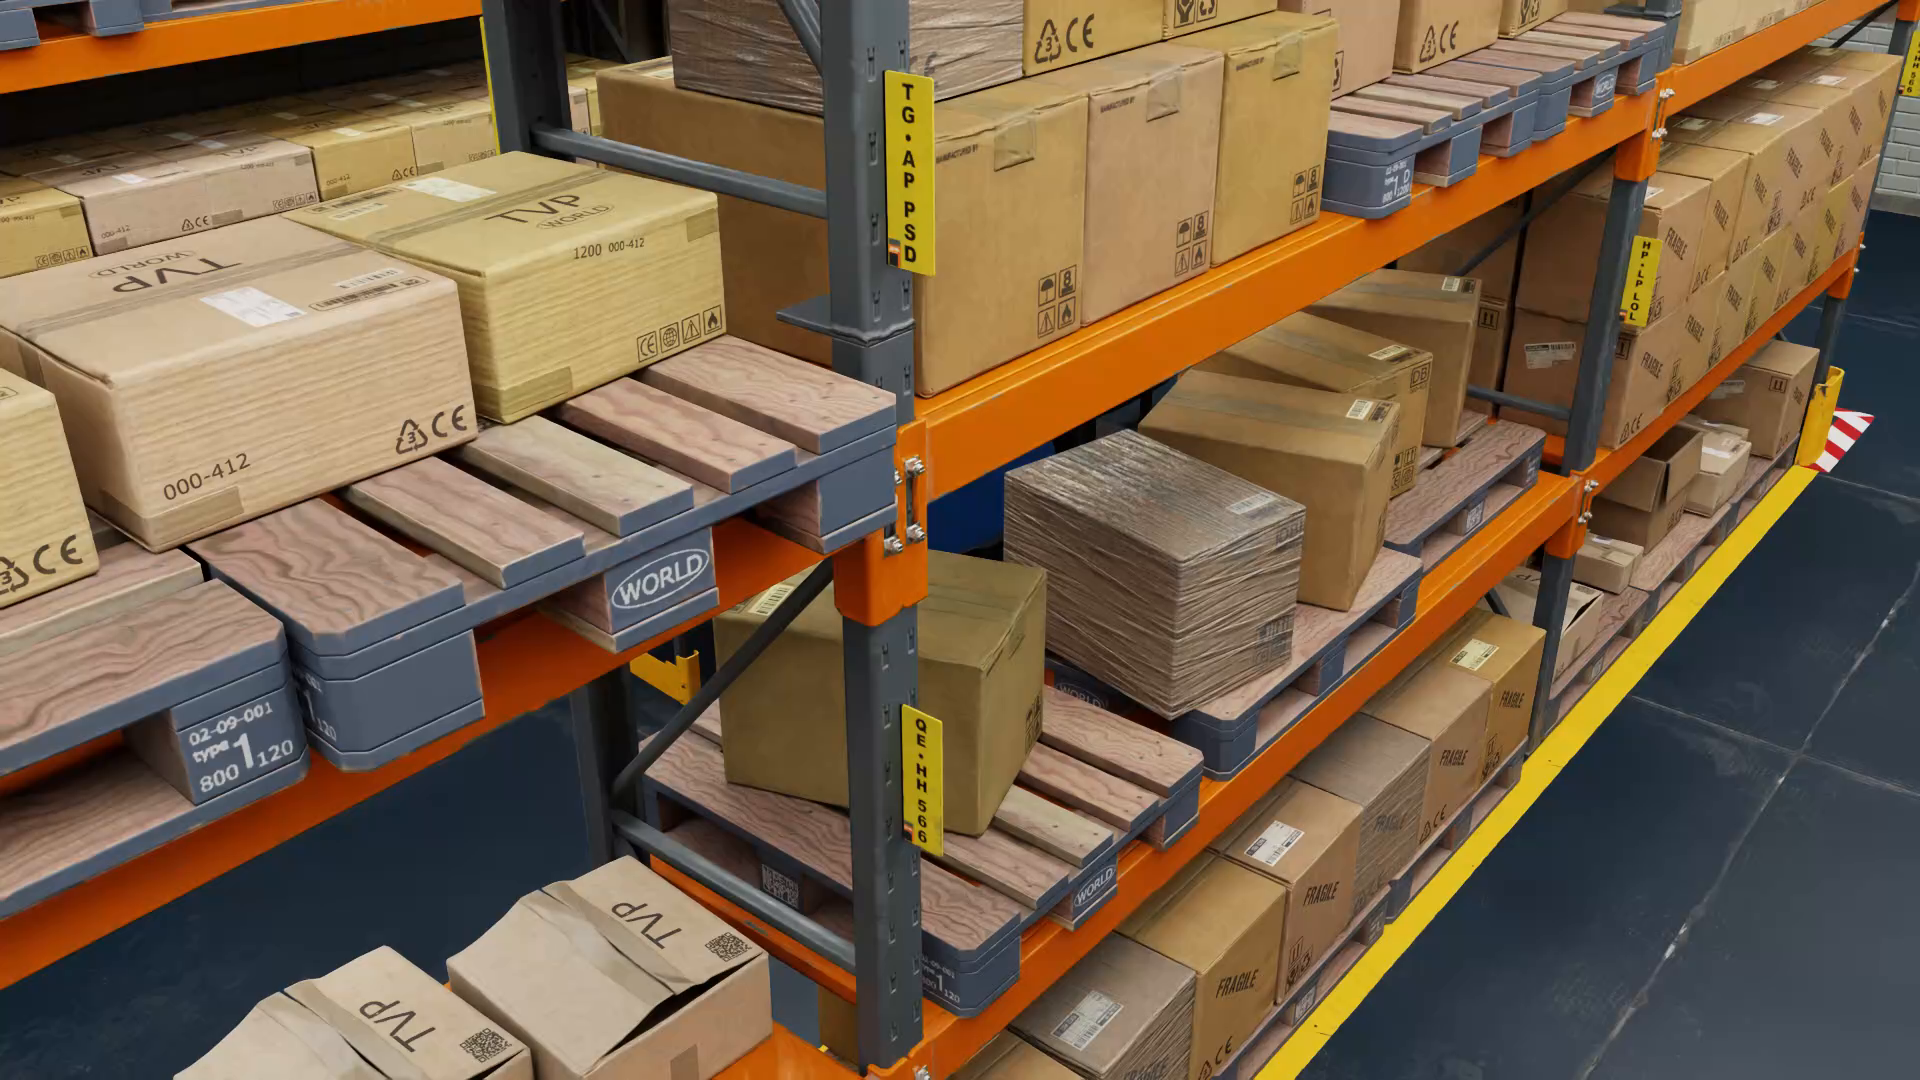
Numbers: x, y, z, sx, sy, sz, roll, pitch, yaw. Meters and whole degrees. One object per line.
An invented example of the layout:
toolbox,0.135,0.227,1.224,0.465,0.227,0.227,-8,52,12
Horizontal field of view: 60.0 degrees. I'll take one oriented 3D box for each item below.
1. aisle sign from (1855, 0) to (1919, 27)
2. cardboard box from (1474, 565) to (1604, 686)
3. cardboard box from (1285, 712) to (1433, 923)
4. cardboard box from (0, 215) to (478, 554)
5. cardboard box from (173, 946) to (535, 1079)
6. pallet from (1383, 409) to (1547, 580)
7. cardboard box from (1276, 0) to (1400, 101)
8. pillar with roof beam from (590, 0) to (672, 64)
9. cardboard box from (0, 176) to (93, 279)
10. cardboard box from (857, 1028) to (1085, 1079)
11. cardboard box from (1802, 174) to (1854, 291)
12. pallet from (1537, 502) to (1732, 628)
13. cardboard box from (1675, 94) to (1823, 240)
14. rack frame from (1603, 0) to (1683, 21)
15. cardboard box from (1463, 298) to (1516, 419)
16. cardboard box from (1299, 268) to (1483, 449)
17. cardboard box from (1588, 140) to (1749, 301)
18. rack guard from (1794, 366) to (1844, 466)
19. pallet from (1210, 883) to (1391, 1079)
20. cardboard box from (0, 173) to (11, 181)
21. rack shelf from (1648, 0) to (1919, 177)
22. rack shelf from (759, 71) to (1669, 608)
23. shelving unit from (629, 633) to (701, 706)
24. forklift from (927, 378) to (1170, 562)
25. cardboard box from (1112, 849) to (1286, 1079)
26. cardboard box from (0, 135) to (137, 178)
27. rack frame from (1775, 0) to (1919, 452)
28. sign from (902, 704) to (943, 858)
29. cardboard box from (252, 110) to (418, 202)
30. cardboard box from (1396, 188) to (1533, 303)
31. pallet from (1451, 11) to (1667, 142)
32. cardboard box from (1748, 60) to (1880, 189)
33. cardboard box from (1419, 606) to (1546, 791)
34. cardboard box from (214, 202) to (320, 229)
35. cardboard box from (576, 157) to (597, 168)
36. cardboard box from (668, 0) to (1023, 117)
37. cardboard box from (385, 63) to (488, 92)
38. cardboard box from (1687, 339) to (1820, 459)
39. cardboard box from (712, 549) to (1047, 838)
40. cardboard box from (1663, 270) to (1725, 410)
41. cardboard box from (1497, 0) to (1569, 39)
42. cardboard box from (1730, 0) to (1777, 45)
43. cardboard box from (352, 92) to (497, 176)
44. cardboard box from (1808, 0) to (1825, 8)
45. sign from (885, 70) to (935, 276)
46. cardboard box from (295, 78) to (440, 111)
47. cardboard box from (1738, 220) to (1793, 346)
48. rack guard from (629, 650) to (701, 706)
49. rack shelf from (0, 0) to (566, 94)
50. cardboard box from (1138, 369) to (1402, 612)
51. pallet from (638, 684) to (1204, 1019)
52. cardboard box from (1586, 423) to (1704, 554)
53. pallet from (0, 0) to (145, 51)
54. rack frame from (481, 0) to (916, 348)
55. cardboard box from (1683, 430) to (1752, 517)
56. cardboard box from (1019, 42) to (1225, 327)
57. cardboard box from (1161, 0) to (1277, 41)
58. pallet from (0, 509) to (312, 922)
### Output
aisle sign,4.864,-3.093,8.634,0.394,0.787,0.004,21,34,34
cardboard box,2.474,0.328,7.299,0.500,0.311,0.500,21,34,34
cardboard box,1.307,0.939,5.912,0.500,0.500,0.500,21,34,35
cardboard box,-1.069,-0.251,2.412,0.500,0.250,0.500,22,34,36
cardboard box,-1.223,1.133,3.392,0.500,0.311,0.500,20,34,34
pallet,1.447,-0.248,6.175,1.003,0.211,1.213,21,34,34
cardboard box,0.816,-1.562,4.565,0.600,0.600,0.600,19,33,33
pillar with roof beam,1.315,-3.939,6.570,9.100,9.000,0.400,21,34,34
cardboard box,-3.823,-1.228,6.588,0.500,0.250,0.500,22,34,36
cardboard box,0.006,1.670,4.499,0.500,0.500,0.500,22,35,36
cardboard box,4.182,-1.624,8.517,0.500,0.500,0.500,21,34,35
pallet,3.253,-0.024,8.567,1.003,0.211,1.213,21,34,34
cardboard box,3.540,-1.707,7.588,0.500,0.500,0.500,22,35,36
rack frame,2.040,-3.250,5.238,1.000,3.000,0.127,21,34,34
cardboard box,2.160,-0.882,7.081,0.500,0.500,0.500,21,34,35
cardboard box,1.566,-0.713,6.299,0.700,0.500,0.500,9,29,18
cardboard box,2.885,-1.341,6.882,0.500,0.500,0.500,20,33,33
rack guard,4.536,-0.866,9.880,1.175,0.500,0.348,21,34,34
pallet,0.776,1.387,5.838,1.003,0.211,1.213,21,34,34
cardboard box,-4.241,-1.368,6.860,0.500,0.250,0.500,22,34,36
rack shelf,3.312,-2.307,7.463,1.077,0.370,4.000,21,34,34
rack shelf,0.768,-0.889,4.722,1.077,0.370,4.000,21,34,34
shelving unit,-1.029,-0.197,7.498,0.587,1.500,1.083,24,36,38
forklift,0.437,-1.510,8.479,1.130,2.935,3.031,24,36,38
cardboard box,0.657,1.306,5.202,0.500,0.500,0.500,20,34,34
cardboard box,-3.909,-1.551,7.213,0.500,0.250,0.500,19,33,33
rack frame,4.584,-2.003,9.358,1.000,3.000,0.127,21,34,34
sign,-0.074,0.480,3.298,0.100,0.325,0.005,21,34,34
cardboard box,-2.865,-1.769,7.635,0.500,0.250,0.500,20,33,33
cardboard box,2.162,-1.329,6.857,0.500,0.500,0.500,21,34,35
pallet,1.571,-1.623,5.563,1.213,0.211,1.003,21,34,34
cardboard box,4.193,-2.074,8.298,0.500,0.500,0.500,22,34,36
cardboard box,1.947,0.588,6.590,0.500,0.500,0.500,21,34,34
cardboard box,-3.166,-1.255,7.457,0.500,0.500,0.500,21,34,34
cardboard box,-2.201,-1.796,8.503,0.500,0.500,0.500,21,34,35
cardboard box,-0.222,-1.140,3.228,0.500,0.500,0.500,21,34,34
cardboard box,-2.606,-2.276,8.614,0.500,0.250,0.500,21,34,35
cardboard box,4.428,-0.824,9.319,0.500,0.500,0.500,21,34,34
cardboard box,-0.191,0.346,4.251,0.700,0.500,0.500,10,29,18
cardboard box,2.898,-0.913,7.142,0.500,0.500,0.500,21,34,35
cardboard box,1.663,-2.036,5.481,0.600,0.600,0.600,17,32,30
cardboard box,2.861,-2.127,6.495,0.500,0.250,0.500,21,34,34
cardboard box,-2.542,-1.950,7.985,0.500,0.250,0.500,22,34,35
cardboard box,3.496,-2.482,7.182,0.500,0.250,0.500,21,34,34
sign,-0.081,-0.599,2.730,0.100,0.325,0.005,21,34,34
cardboard box,-2.921,-2.096,8.267,0.500,0.250,0.500,19,33,33
cardboard box,3.540,-1.270,7.832,0.500,0.500,0.500,20,34,34
rack guard,-1.373,0.524,7.466,0.587,0.250,0.087,24,36,38
rack shelf,-3.057,-2.335,7.518,1.077,0.370,4.000,21,34,34
cardboard box,0.964,-0.172,5.251,0.700,0.500,0.500,12,30,22
pallet,-0.127,0.658,4.423,1.213,0.211,1.003,21,34,34
cardboard box,3.231,-0.339,8.379,0.797,0.503,0.637,21,34,34
pallet,-3.961,-2.106,6.496,1.213,0.211,1.003,23,35,37
rack frame,-0.504,-1.831,2.497,1.000,3.000,0.127,21,34,34
cardboard box,3.801,-0.385,8.743,0.500,0.250,0.500,21,34,34
cardboard box,0.072,-0.889,3.830,0.910,0.500,0.500,21,34,34
cardboard box,0.427,-1.502,3.928,0.500,0.500,0.500,21,34,34
pallet,-1.576,0.249,1.945,1.003,0.211,1.213,23,35,37
